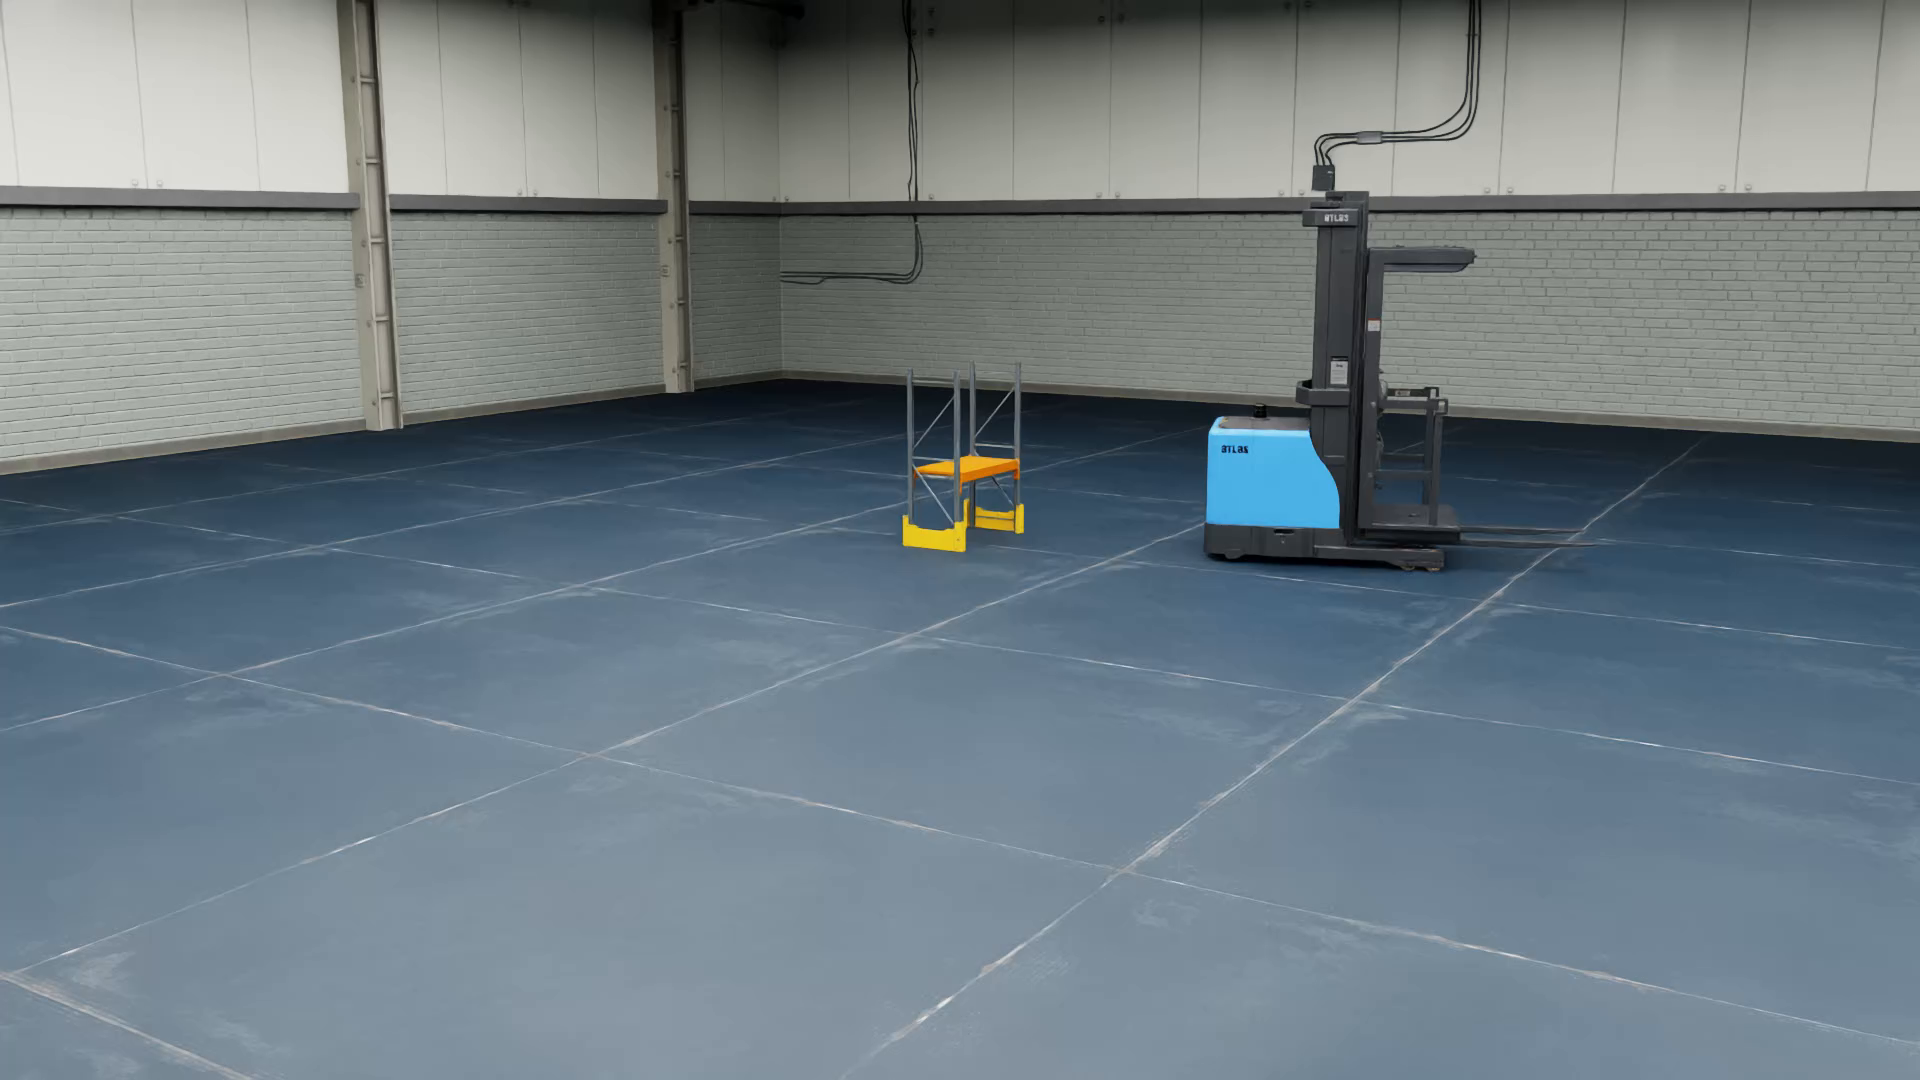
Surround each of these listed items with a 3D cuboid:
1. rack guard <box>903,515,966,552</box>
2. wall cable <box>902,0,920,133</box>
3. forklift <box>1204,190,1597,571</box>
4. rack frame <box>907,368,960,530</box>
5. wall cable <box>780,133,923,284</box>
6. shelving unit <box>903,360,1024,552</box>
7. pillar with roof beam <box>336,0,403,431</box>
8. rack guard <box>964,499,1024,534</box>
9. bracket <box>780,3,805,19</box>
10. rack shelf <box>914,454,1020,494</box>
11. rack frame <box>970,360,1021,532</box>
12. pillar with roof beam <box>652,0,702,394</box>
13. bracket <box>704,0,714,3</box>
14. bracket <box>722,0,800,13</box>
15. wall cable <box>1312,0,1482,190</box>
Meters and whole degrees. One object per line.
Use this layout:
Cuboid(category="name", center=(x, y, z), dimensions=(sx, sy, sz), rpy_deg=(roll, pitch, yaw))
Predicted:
Cuboid(category="rack guard", center=(-0.219, -0.057, 13.991), dimensions=(0.587, 0.250, 0.087), rpy_deg=(6, 12, 31))
Cuboid(category="wall cable", center=(0.350, -7.894, 26.794), dimensions=(3.097, 2.526, 0.112), rpy_deg=(6, 12, 31))
Cuboid(category="forklift", center=(3.551, -1.301, 13.356), dimensions=(3.031, 2.935, 1.130), rpy_deg=(2, 11, 12))
Cuboid(category="rack frame", center=(-0.220, -0.671, 13.875), dimensions=(0.500, 1.500, 0.032), rpy_deg=(6, 12, 31))
Cuboid(category="wall cable", center=(-1.962, -5.670, 28.639), dimensions=(3.097, 2.526, 0.112), rpy_deg=(6, 12, 31))
Cuboid(category="shelving unit", center=(0.040, -0.749, 14.295), dimensions=(0.587, 1.500, 1.083), rpy_deg=(6, 12, 31))
Cuboid(category="pillar with roof beam", center=(-4.057, -5.504, 19.316), dimensions=(9.100, 9.000, 0.400), rpy_deg=(6, 12, 31))
Cuboid(category="rack guard", center=(0.298, -0.213, 14.828), dimensions=(0.587, 0.250, 0.087), rpy_deg=(6, 12, 31))
Cuboid(category="bracket", center=(-2.872, -9.033, 28.380), dimensions=(0.235, 0.232, 0.430), rpy_deg=(6, 12, 31))
Cuboid(category="rack shelf", center=(0.044, -0.574, 14.335), dimensions=(0.538, 0.185, 1.000), rpy_deg=(6, 12, 31))
Cuboid(category="rack frame", center=(0.308, -0.831, 14.729), dimensions=(0.500, 1.500, 0.032), rpy_deg=(6, 12, 31))
Cuboid(category="pillar with roof beam", center=(-0.942, -6.448, 24.356), dimensions=(9.100, 9.000, 0.548), rpy_deg=(6, 12, 31))
Cuboid(category="bracket", center=(-4.102, -8.660, 26.389), dimensions=(0.235, 0.232, 0.430), rpy_deg=(6, 12, 31))
Cuboid(category="bracket", center=(-3.179, -8.940, 27.884), dimensions=(0.076, 0.066, 3.189), rpy_deg=(6, 12, 31))
Cuboid(category="wall cable", center=(6.144, -7.958, 23.182), dimensions=(2.305, 6.003, 0.169), rpy_deg=(6, 12, 31))
